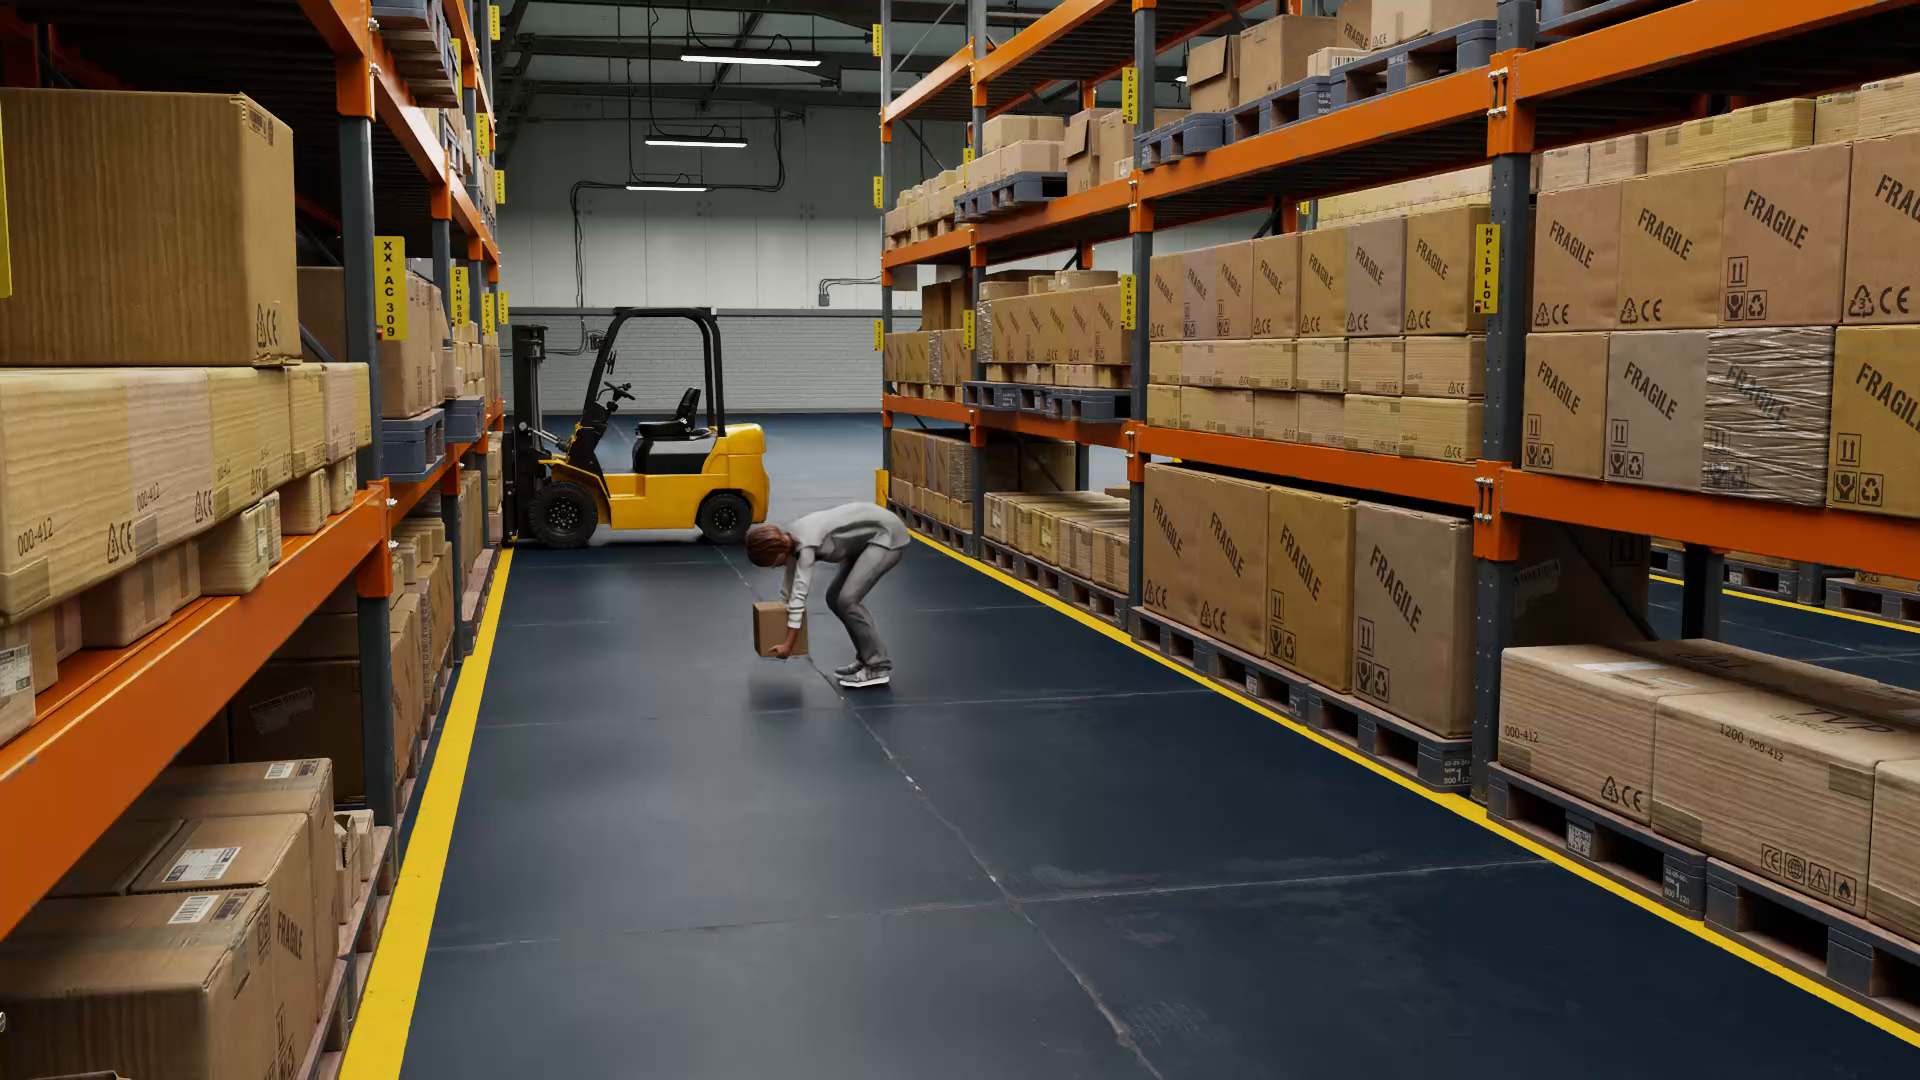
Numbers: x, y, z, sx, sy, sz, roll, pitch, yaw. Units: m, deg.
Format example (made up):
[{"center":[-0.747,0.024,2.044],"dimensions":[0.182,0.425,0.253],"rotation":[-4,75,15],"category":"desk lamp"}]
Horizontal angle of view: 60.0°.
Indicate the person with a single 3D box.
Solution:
[{"center":[-0.689,0.286,8.708],"dimensions":[0.868,0.956,0.408],"rotation":[-2,7,-16],"category":"person"}]
